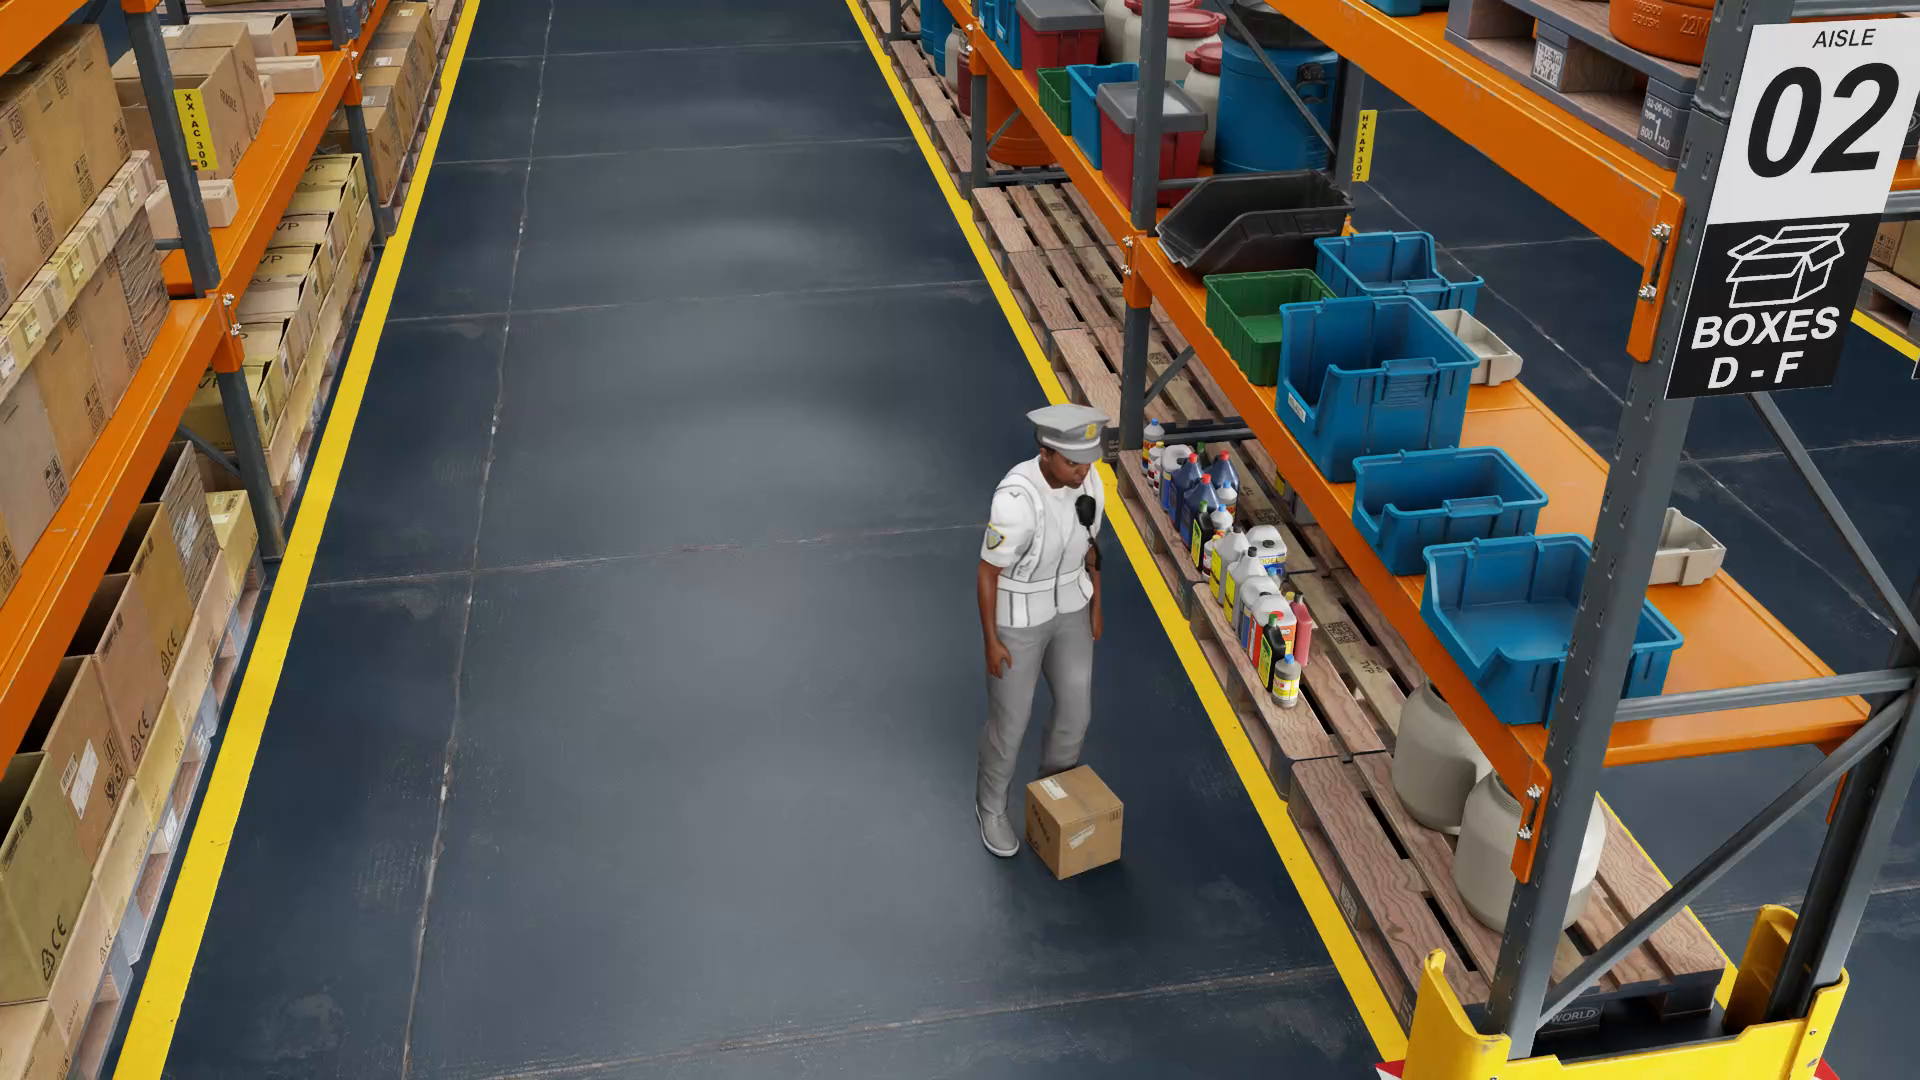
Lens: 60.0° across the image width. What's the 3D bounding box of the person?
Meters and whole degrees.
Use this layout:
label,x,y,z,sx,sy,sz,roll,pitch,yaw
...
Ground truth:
label,x,y,z,sx,sy,sz,roll,pitch,yaw
person,0.280,0.292,5.648,0.517,1.654,0.427,-18,35,-27
